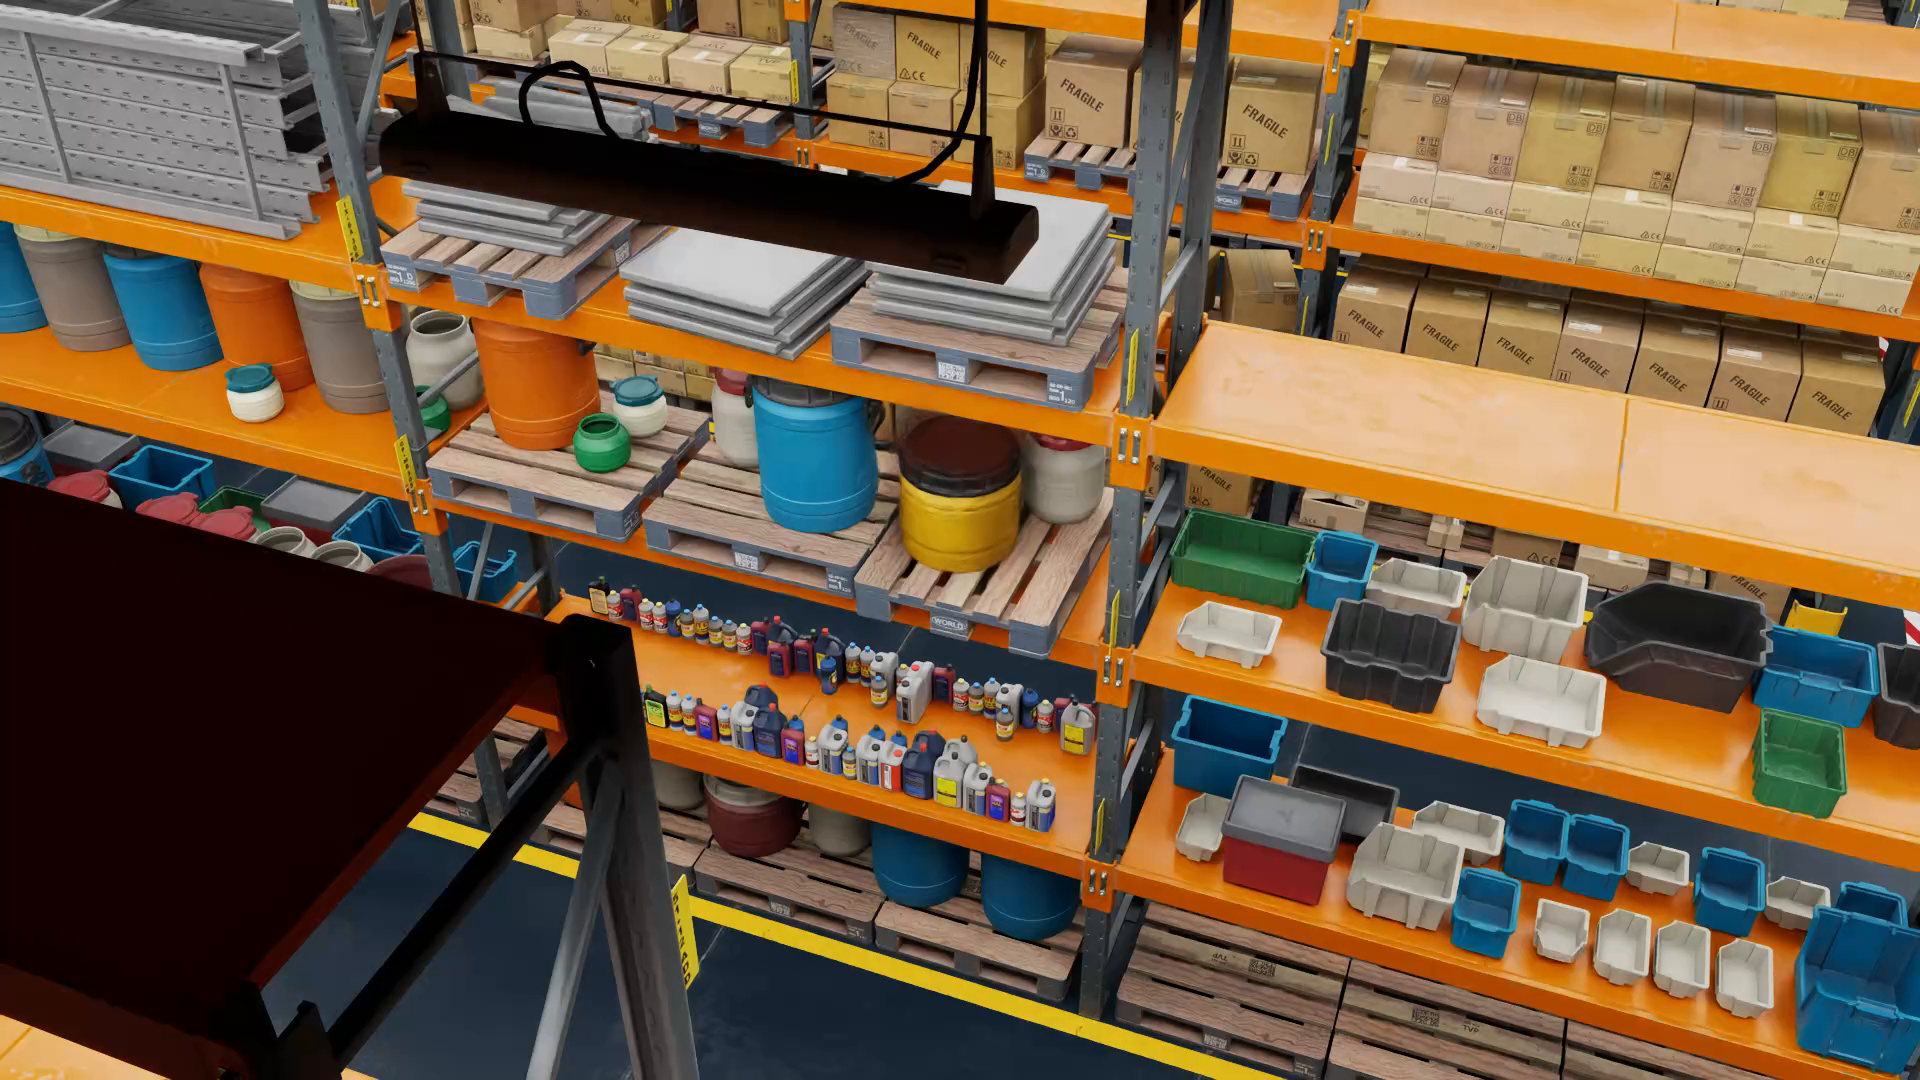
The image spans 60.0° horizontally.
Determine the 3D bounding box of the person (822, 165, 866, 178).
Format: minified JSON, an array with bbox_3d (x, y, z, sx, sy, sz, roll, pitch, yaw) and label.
[{"bbox_3d":[-1.168,-3.246,16.384,0.501,1.653,0.546,20,41,25],"label":"person"}]
